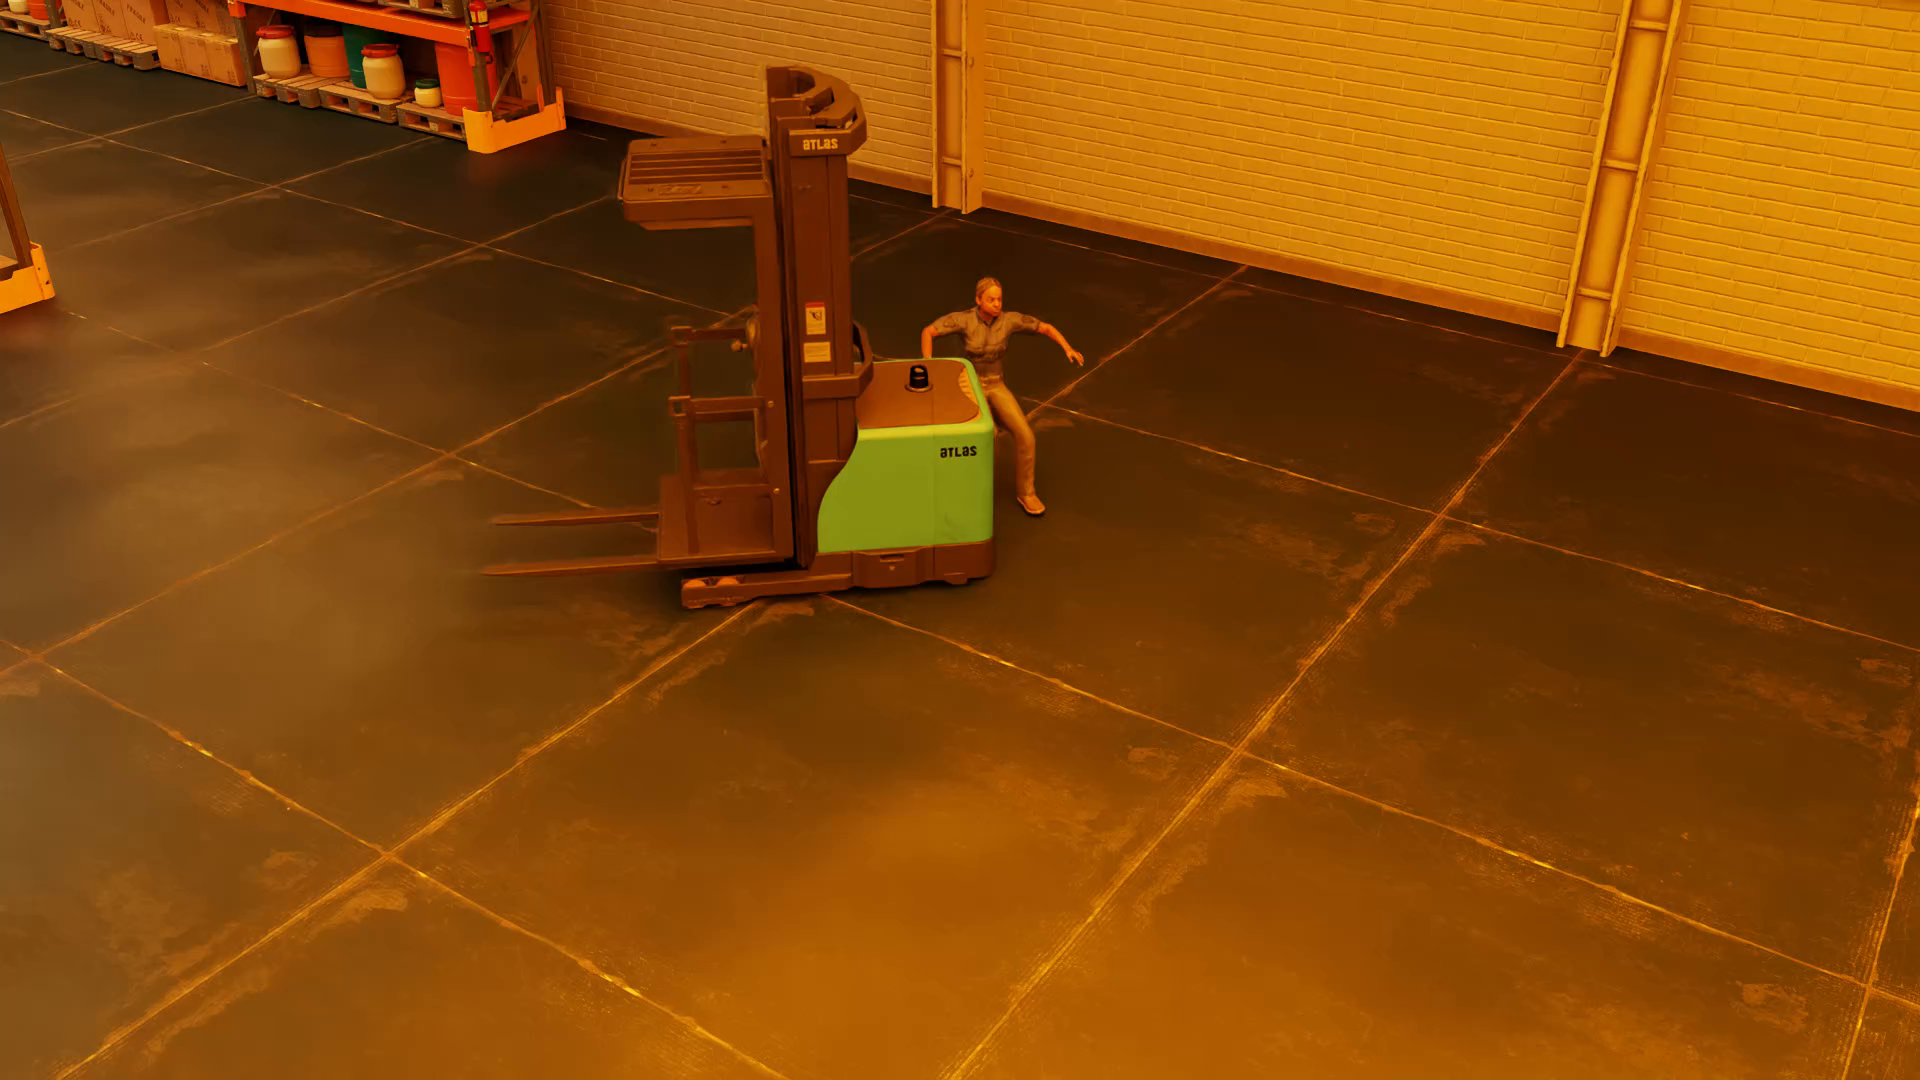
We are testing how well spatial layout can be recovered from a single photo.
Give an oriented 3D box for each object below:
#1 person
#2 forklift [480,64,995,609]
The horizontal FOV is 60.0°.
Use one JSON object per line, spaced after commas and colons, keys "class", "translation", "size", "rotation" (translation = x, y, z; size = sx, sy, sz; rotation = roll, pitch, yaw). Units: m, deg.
{"class": "person", "translation": [0.229, -0.904, 10.633], "size": [1.020, 1.418, 0.788], "rotation": [-15, 33, -24]}
{"class": "forklift", "translation": [-1.349, -1.146, 9.555], "size": [3.031, 2.935, 1.130], "rotation": [-4, 30, -7]}
